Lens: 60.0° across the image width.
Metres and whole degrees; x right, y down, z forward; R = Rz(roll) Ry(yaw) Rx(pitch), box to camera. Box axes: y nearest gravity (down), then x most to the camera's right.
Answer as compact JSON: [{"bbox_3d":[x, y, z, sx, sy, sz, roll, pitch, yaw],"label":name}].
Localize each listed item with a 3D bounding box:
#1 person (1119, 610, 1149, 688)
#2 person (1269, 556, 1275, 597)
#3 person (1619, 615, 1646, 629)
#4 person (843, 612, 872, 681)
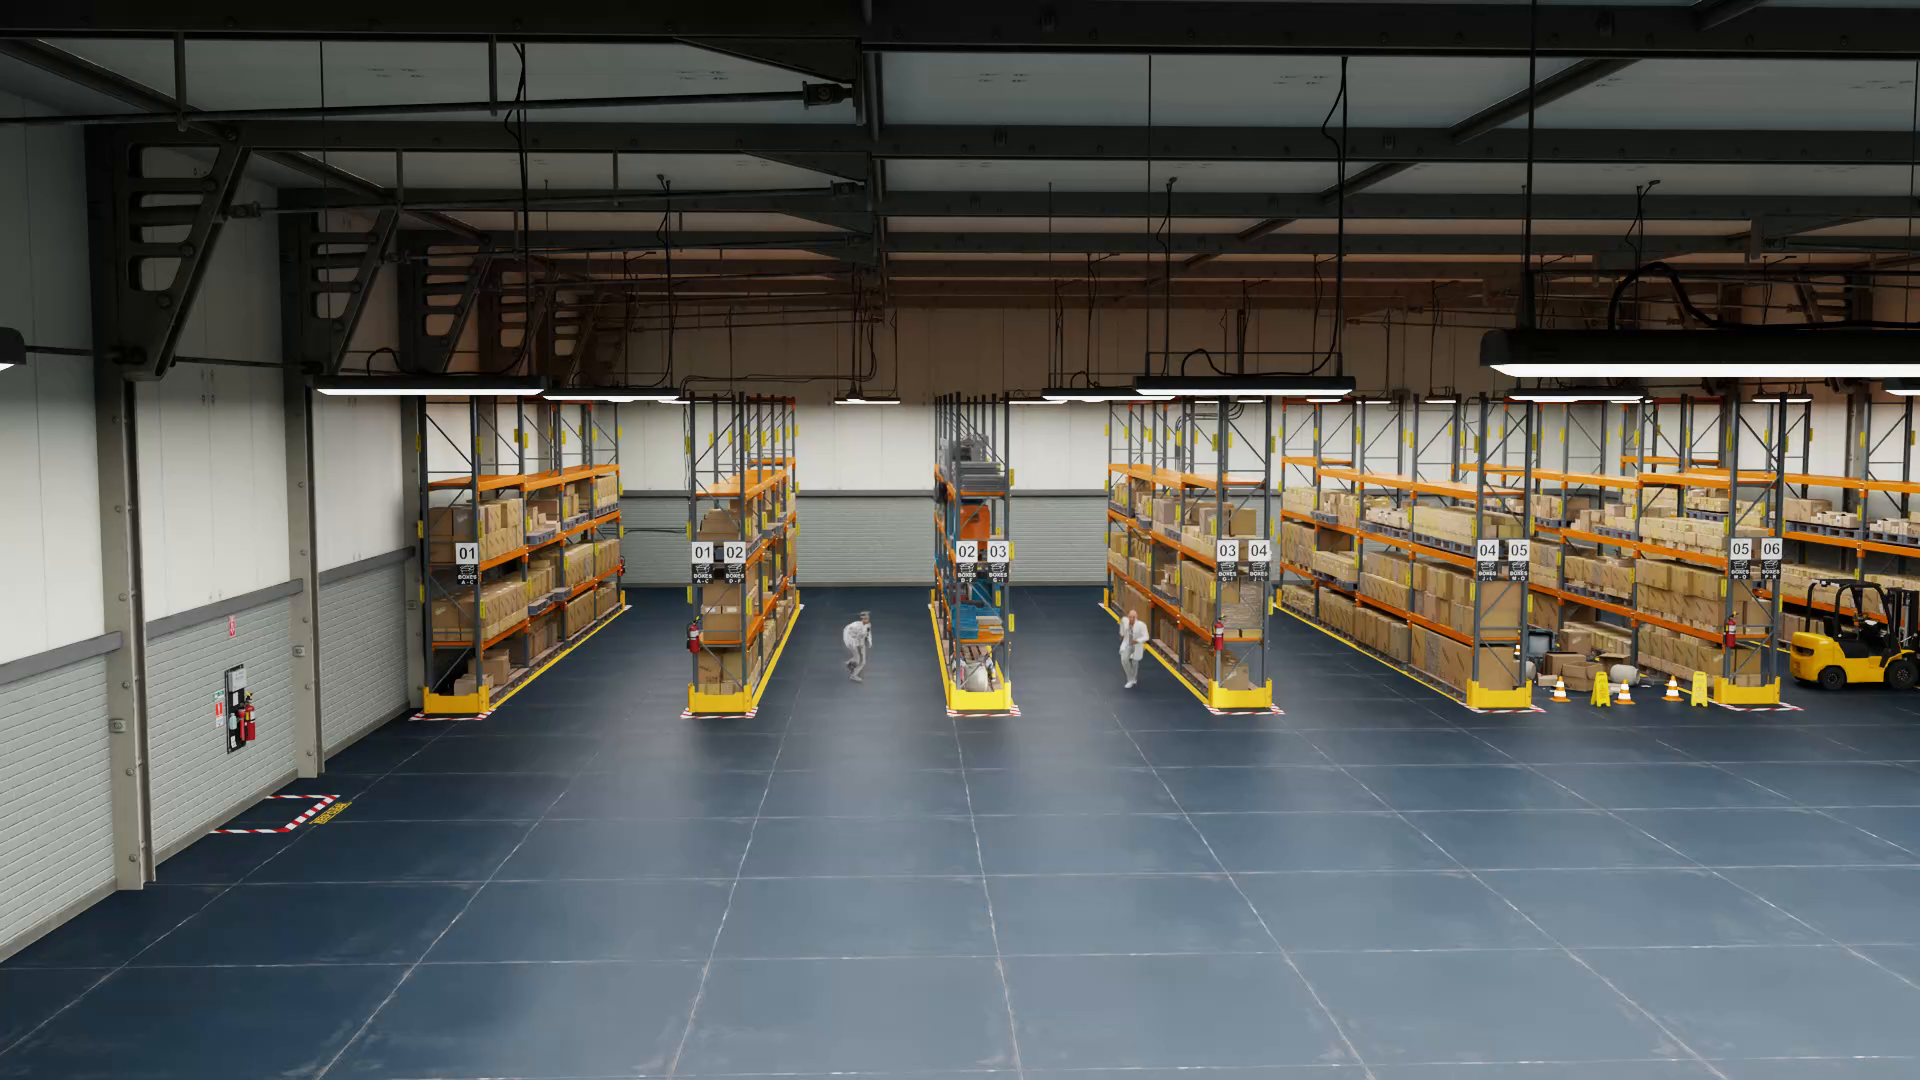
[{"bbox_3d":[3.554,2.237,33.934,0.685,1.461,1.210,1,5,15],"label":"person"},{"bbox_3d":[8.983,0.938,48.971,0.912,1.781,0.647,-4,6,-42],"label":"person"},{"bbox_3d":[17.298,1.484,42.783,0.568,1.650,0.809,-2,5,-22],"label":"person"},{"bbox_3d":[-2.169,2.215,34.708,0.640,1.488,0.818,-3,6,-36],"label":"person"}]
